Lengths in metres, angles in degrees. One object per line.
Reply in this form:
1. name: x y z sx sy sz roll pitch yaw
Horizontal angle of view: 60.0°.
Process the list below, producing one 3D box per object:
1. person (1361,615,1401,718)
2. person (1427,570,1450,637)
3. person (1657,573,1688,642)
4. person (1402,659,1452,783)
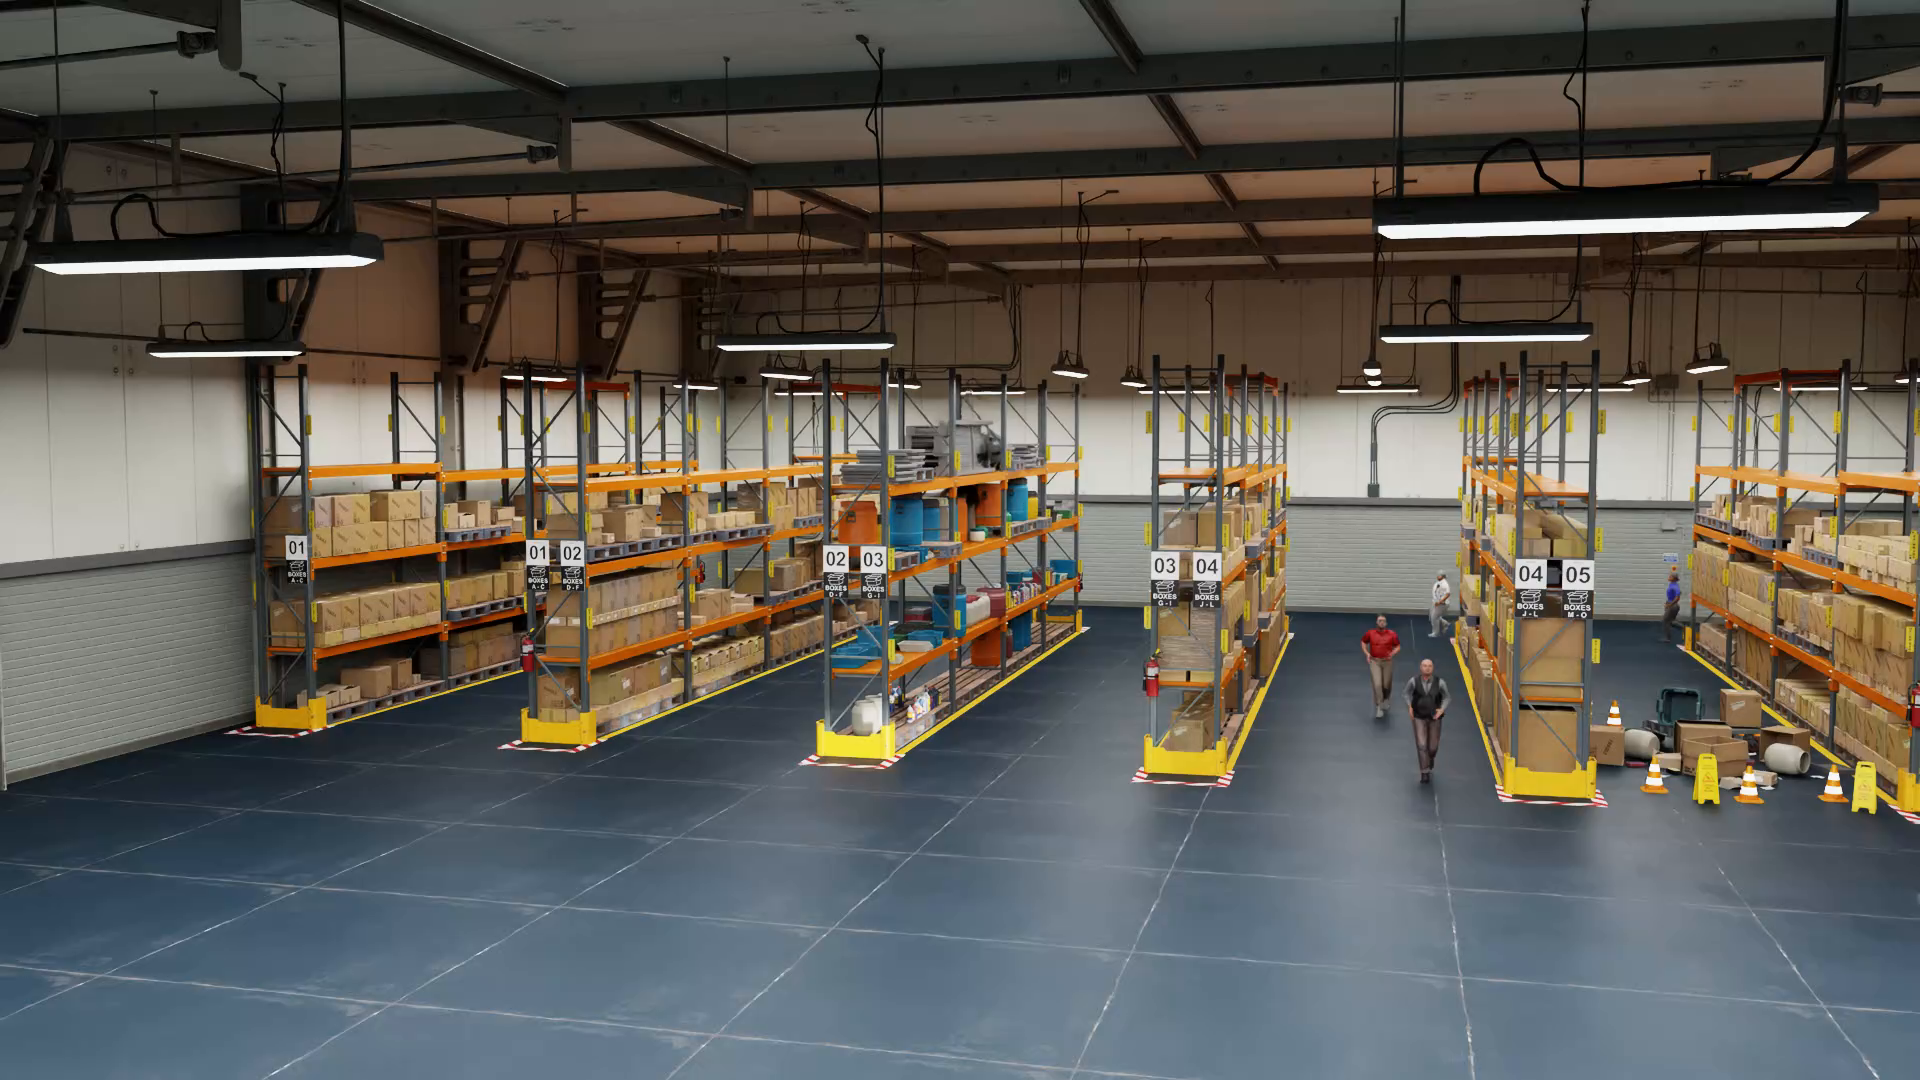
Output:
1. person: 7.287 2.162 28.809 0.670 1.716 0.765 1 4 10
2. person: 11.386 1.502 39.239 0.577 1.601 0.688 0 4 -7
3. person: 16.488 1.559 38.327 0.725 1.617 0.627 2 4 21
4. person: 6.600 2.532 23.533 0.673 1.702 0.789 1 4 12
